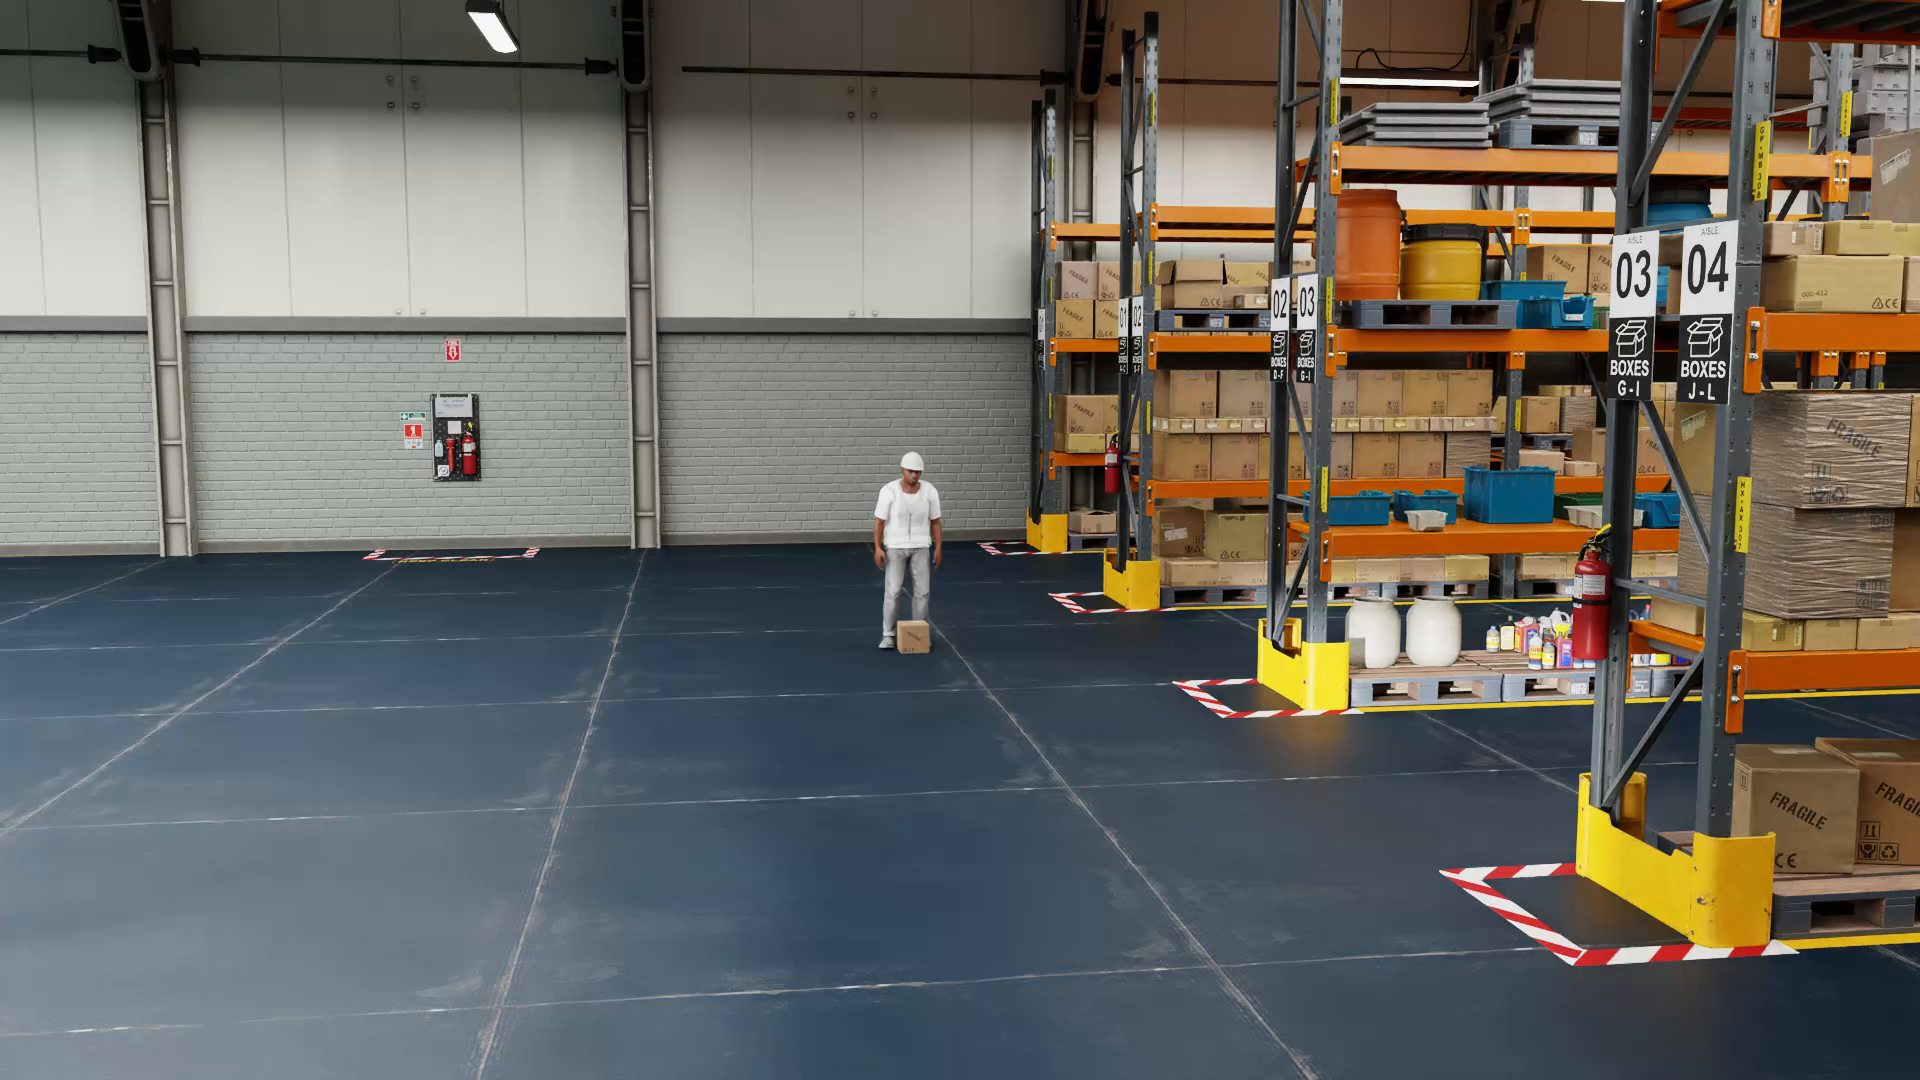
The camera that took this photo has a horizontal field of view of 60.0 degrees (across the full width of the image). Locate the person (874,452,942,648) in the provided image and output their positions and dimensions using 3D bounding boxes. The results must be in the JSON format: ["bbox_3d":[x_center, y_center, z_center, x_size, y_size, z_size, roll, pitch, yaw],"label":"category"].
[{"bbox_3d":[-0.458,0.088,14.878,0.623,1.755,0.462,-1,7,-11],"label":"person"}]
